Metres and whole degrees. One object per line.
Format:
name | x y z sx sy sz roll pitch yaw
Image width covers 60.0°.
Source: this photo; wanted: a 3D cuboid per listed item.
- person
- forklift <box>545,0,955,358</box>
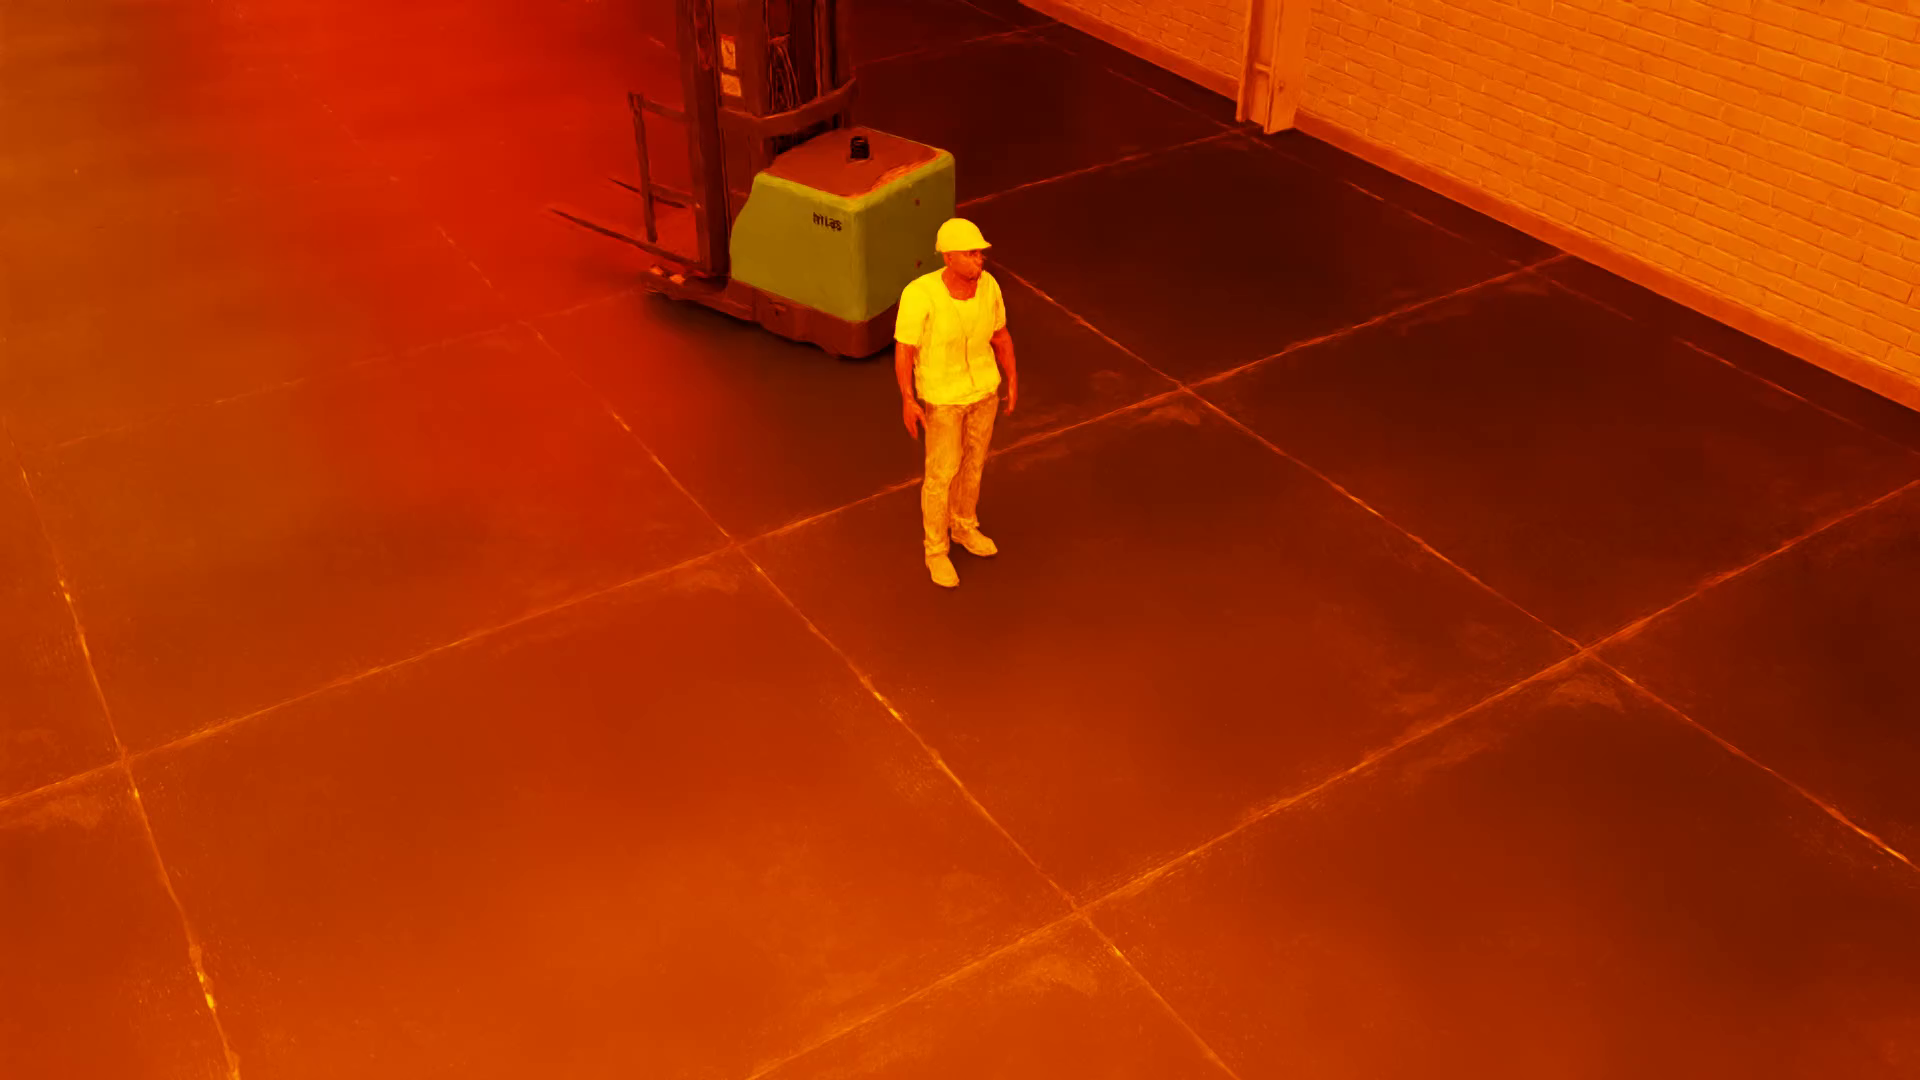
person | 0.033 -0.693 8.135 0.665 1.765 0.576 -21 40 -27
forklift | -1.496 -2.993 10.408 3.031 2.935 1.130 23 41 29
